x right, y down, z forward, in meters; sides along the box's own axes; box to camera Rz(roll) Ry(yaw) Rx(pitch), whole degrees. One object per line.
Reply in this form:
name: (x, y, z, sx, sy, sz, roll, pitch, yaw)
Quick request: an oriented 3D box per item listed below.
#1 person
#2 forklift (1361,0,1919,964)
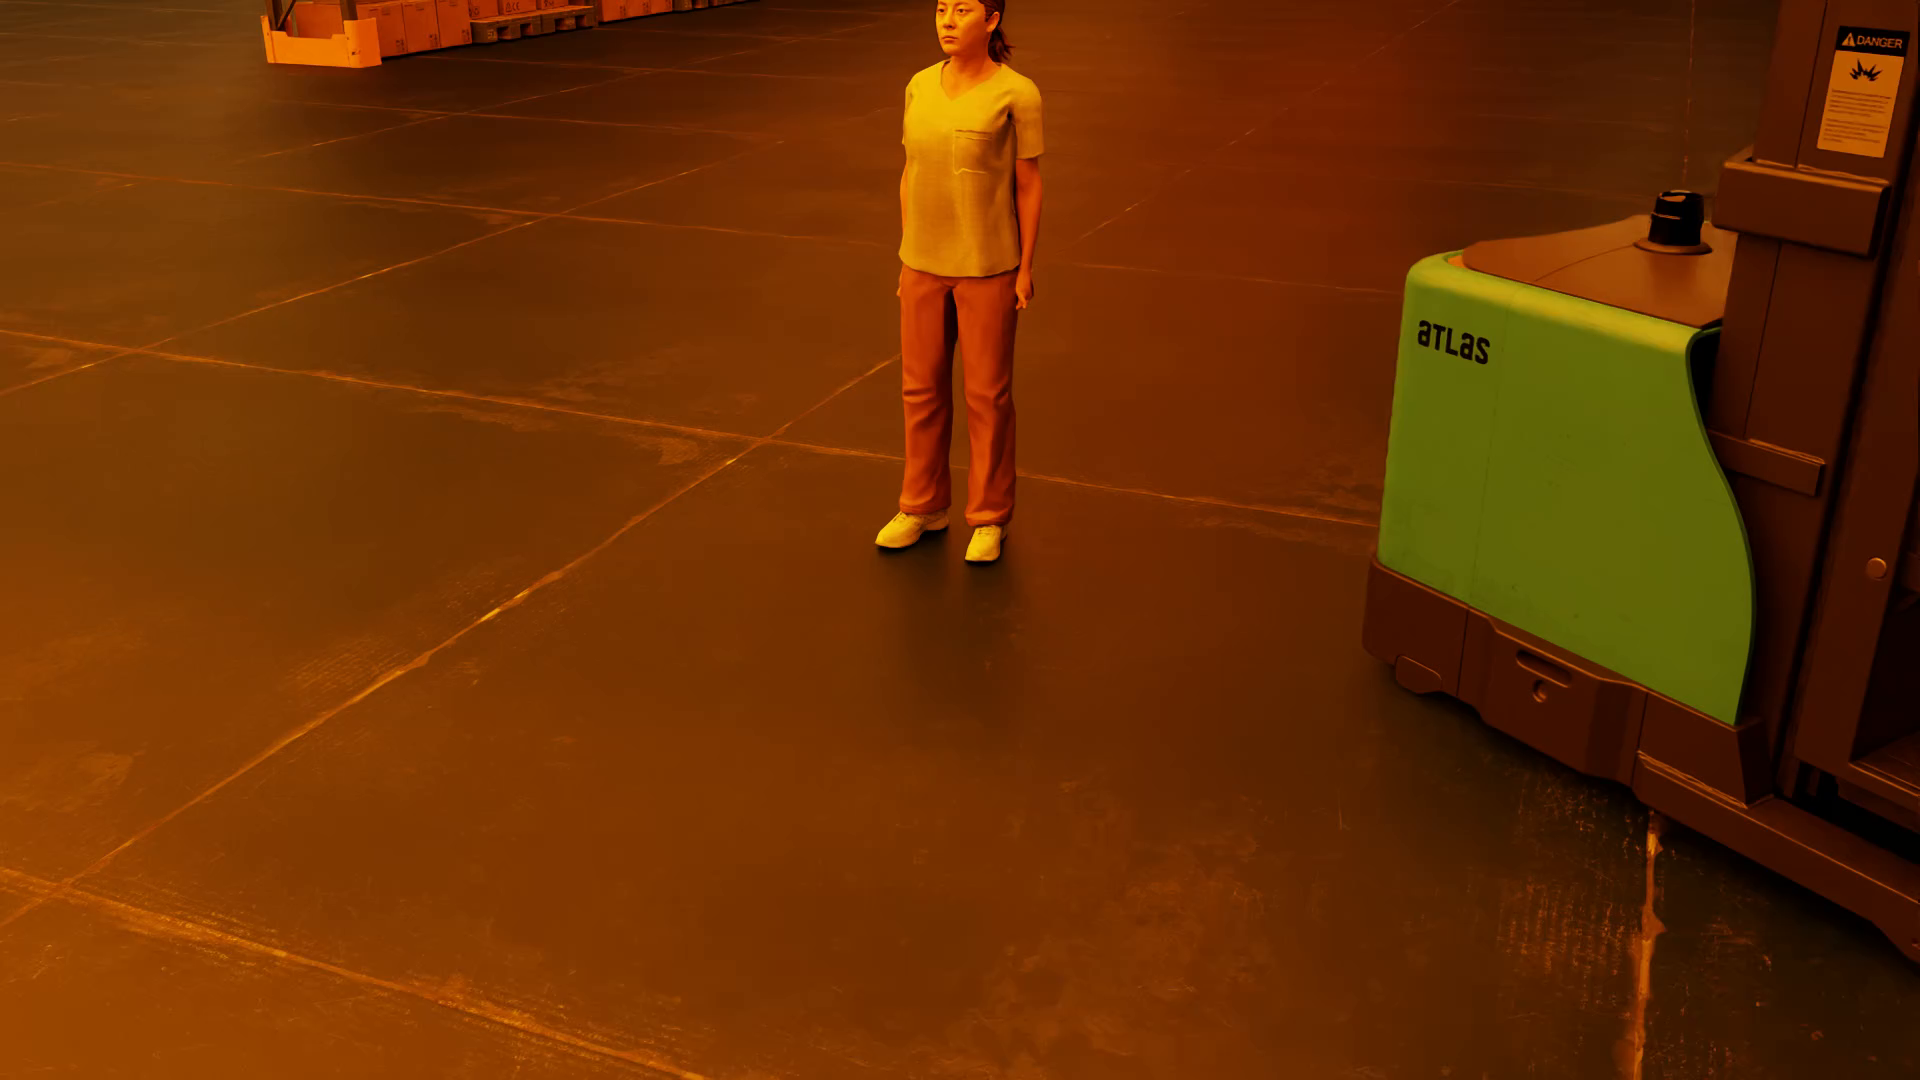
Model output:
person: (0.005, -0.770, 4.769, 0.435, 1.671, 0.381, 9, 24, 21)
forklift: (2.247, -0.645, 2.835, 1.130, 2.935, 3.031, -14, 26, -30)
